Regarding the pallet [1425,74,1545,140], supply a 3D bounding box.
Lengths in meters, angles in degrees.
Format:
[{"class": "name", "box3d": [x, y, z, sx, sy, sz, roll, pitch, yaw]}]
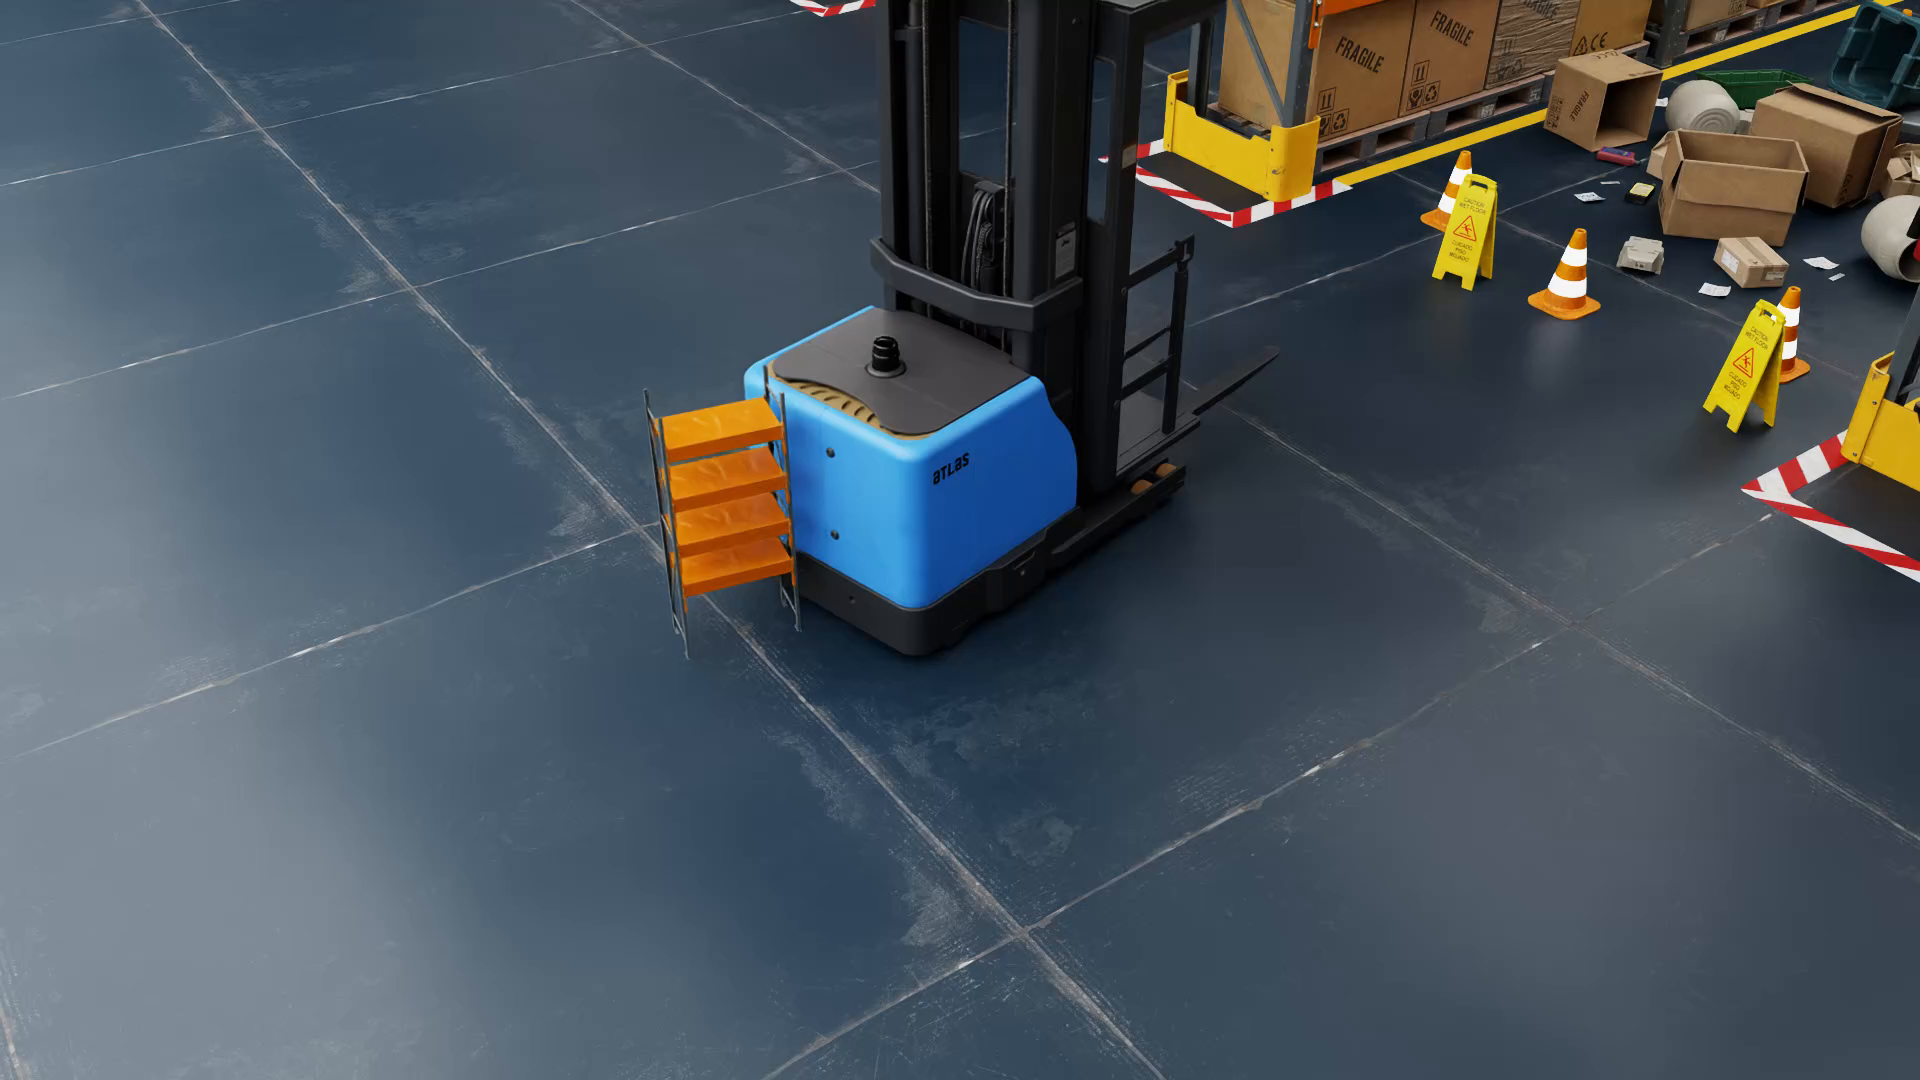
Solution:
[{"class": "pallet", "box3d": [3.484, -3.321, 12.187, 1.213, 0.211, 1.003, -22, 41, -28]}]

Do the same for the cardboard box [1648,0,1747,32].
[{"class": "cardboard box", "box3d": [5.604, -4.594, 13.135, 0.750, 0.750, 1.050, -23, 41, -28]}]

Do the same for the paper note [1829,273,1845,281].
[{"class": "paper note", "box3d": [5.235, -1.571, 9.925, 0.123, 0.001, 0.032, -22, 41, -28]}]

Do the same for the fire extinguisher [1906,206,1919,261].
[{"class": "fire extinguisher", "box3d": [4.454, -1.561, 7.417, 0.183, 0.674, 0.296, -22, 41, -28]}]

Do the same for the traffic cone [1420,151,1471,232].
[{"class": "traffic cone", "box3d": [3.131, -2.210, 10.427, 0.334, 0.463, 0.336, -22, 41, -28]}]

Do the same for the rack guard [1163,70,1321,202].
[{"class": "rack guard", "box3d": [1.860, -2.716, 11.099, 0.348, 0.500, 1.175, -22, 41, -28]}]

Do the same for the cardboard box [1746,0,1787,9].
[{"class": "cardboard box", "box3d": [6.395, -4.916, 13.584, 0.750, 0.750, 1.050, -22, 41, -28]}]

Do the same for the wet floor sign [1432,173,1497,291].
[{"class": "wet floor sign", "box3d": [2.996, -1.829, 9.740, 0.267, 0.644, 0.232, 30, 45, 35]}]

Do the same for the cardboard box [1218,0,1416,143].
[{"class": "cardboard box", "box3d": [2.395, -3.307, 11.239, 0.875, 0.875, 0.875, -22, 41, -28]}]

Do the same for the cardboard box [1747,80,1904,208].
[{"class": "cardboard box", "box3d": [5.550, -2.570, 10.776, 0.503, 0.637, 0.797, -22, 41, -28]}]

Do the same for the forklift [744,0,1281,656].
[{"class": "forklift", "box3d": [0.438, -1.485, 7.305, 1.130, 2.935, 3.031, 27, 44, 33]}]

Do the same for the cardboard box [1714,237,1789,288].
[{"class": "cardboard box", "box3d": [4.720, -1.658, 9.928, 0.250, 0.149, 0.380, -3, 36, -4]}]

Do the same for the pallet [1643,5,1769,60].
[{"class": "pallet", "box3d": [5.736, -4.248, 13.476, 1.213, 0.211, 1.003, -22, 41, -28]}]

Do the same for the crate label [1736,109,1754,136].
[{"class": "crate label", "box3d": [5.525, -2.933, 11.711, 0.298, 0.136, 0.250, 9, 37, 12]}]

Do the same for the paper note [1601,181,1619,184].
[{"class": "paper note", "box3d": [4.317, -2.372, 11.039, 0.123, 0.001, 0.032, -3, 36, -4]}]

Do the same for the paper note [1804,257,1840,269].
[{"class": "paper note", "box3d": [5.220, -1.683, 10.073, 0.142, 0.019, 0.148, -9, 37, -12]}]

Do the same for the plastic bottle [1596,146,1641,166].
[{"class": "plastic bottle", "box3d": [4.497, -2.607, 11.322, 0.283, 0.061, 0.133, 22, 41, 28]}]

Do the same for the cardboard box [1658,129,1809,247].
[{"class": "cardboard box", "box3d": [4.791, -2.196, 10.373, 0.797, 0.503, 0.637, 9, 37, 12]}]

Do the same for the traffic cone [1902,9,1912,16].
[{"class": "traffic cone", "box3d": [7.115, -3.785, 12.617, 0.334, 0.463, 0.336, -22, 41, -28]}]

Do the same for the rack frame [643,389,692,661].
[{"class": "rack frame", "box3d": [-1.188, -0.040, 6.778, 0.015, 1.200, 0.240, -14, 38, -18]}]

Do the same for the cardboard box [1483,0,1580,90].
[{"class": "cardboard box", "box3d": [3.860, -3.909, 12.077, 0.875, 0.875, 0.875, -22, 41, -28]}]

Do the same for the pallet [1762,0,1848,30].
[{"class": "pallet", "box3d": [6.734, -4.661, 14.050, 1.213, 0.211, 1.003, -22, 41, -28]}]

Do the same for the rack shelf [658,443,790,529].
[{"class": "rack shelf", "box3d": [-0.963, -0.222, 6.763, 0.480, 0.148, 0.258, -14, 38, -18]}]

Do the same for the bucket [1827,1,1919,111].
[{"class": "bucket", "box3d": [6.366, -3.227, 11.169, 0.620, 0.611, 0.726, -1, 34, -18]}]

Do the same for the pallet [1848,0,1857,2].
[{"class": "pallet", "box3d": [7.730, -5.069, 14.617, 1.213, 0.211, 1.003, -22, 41, -28]}]

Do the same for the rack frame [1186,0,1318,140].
[{"class": "rack frame", "box3d": [1.879, -3.739, 10.380, 0.127, 3.000, 1.000, -22, 41, -28]}]

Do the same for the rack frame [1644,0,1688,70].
[{"class": "rack frame", "box3d": [5.149, -5.085, 12.251, 0.127, 3.000, 1.000, -22, 41, -28]}]

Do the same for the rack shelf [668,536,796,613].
[{"class": "rack shelf", "box3d": [-0.963, 0.121, 7.010, 0.480, 0.148, 0.258, -14, 38, -18]}]

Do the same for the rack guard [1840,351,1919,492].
[{"class": "rack guard", "box3d": [4.875, -0.421, 7.908, 0.348, 0.500, 1.175, -22, 41, -28]}]

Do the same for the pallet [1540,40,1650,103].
[{"class": "pallet", "box3d": [4.482, -3.734, 12.761, 1.213, 0.211, 1.003, -22, 41, -28]}]

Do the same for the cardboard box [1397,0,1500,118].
[{"class": "cardboard box", "box3d": [3.113, -3.604, 11.652, 0.875, 0.875, 0.875, -23, 42, -29]}]

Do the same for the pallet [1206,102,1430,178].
[{"class": "pallet", "box3d": [2.488, -2.913, 11.620, 1.213, 0.211, 1.003, -22, 41, -28]}]

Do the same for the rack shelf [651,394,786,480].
[{"class": "rack shelf", "box3d": [-0.963, -0.414, 6.625, 0.480, 0.148, 0.258, -14, 38, -18]}]

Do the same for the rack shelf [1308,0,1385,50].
[{"class": "rack shelf", "box3d": [3.514, -4.120, 11.525, 4.000, 0.370, 1.077, -22, 41, -28]}]

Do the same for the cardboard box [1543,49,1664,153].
[{"class": "cardboard box", "box3d": [4.471, -3.059, 11.573, 0.500, 0.500, 0.500, -15, 38, -20]}]

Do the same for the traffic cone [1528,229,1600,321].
[{"class": "traffic cone", "box3d": [3.504, -1.557, 9.518, 0.334, 0.463, 0.336, -22, 41, -28]}]

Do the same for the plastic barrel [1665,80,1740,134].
[{"class": "plastic barrel", "box3d": [5.105, -2.925, 11.454, 0.421, 0.421, 0.512, 3, 36, 4]}]

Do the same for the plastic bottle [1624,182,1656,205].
[{"class": "plastic bottle", "box3d": [4.451, -2.275, 10.860, 0.133, 0.061, 0.283, 22, 41, 28]}]

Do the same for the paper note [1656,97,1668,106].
[{"class": "paper note", "box3d": [5.121, -3.221, 12.202, 0.147, 0.020, 0.142, 9, 37, 12]}]

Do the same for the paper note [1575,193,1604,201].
[{"class": "paper note", "box3d": [4.105, -2.236, 10.835, 0.142, 0.017, 0.144, -9, 37, -12]}]

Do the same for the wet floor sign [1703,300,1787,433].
[{"class": "wet floor sign", "box3d": [4.042, -0.902, 8.451, 0.232, 0.644, 0.267, -9, 37, -12]}]

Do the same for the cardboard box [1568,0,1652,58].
[{"class": "cardboard box", "box3d": [4.594, -4.214, 12.501, 0.875, 0.875, 0.875, -22, 41, -27]}]

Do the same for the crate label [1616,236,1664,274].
[{"class": "crate label", "box3d": [4.111, -1.718, 10.022, 0.250, 0.136, 0.298, 15, 38, 20]}]

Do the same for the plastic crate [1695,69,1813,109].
[{"class": "plastic crate", "box3d": [5.761, -3.283, 12.104, 0.662, 0.188, 0.450, -3, 26, -4]}]

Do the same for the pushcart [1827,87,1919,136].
[{"class": "pushcart", "box3d": [6.729, -2.763, 11.268, 1.648, 0.377, 0.936, 22, 41, 28]}]

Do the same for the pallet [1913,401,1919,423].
[{"class": "pallet", "box3d": [5.560, -0.561, 8.349, 1.213, 0.211, 1.003, -22, 41, -28]}]

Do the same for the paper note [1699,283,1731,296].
[{"class": "paper note", "box3d": [4.439, -1.473, 9.772, 0.148, 0.019, 0.142, 22, 41, 28]}]

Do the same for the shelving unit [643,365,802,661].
[{"class": "shelving unit", "box3d": [-0.963, -0.095, 6.855, 0.503, 1.200, 0.258, -14, 38, -18]}]

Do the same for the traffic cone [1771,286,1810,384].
[{"class": "traffic cone", "box3d": [4.422, -1.141, 8.940, 0.334, 0.463, 0.336, -22, 41, -28]}]

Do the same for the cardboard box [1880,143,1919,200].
[{"class": "cardboard box", "box3d": [6.181, -2.397, 10.855, 0.258, 0.266, 0.396, 9, 37, 12]}]

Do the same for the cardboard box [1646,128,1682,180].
[{"class": "cardboard box", "box3d": [4.805, -2.518, 11.023, 0.258, 0.266, 0.396, -15, 38, -20]}]

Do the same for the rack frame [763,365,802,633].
[{"class": "rack frame", "box3d": [-0.738, -0.150, 6.931, 0.015, 1.200, 0.240, -14, 38, -18]}]

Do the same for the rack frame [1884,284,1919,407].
[{"class": "rack frame", "box3d": [4.813, -1.411, 7.142, 0.127, 3.000, 1.000, -22, 41, -28]}]

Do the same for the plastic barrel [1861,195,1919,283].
[{"class": "plastic barrel", "box3d": [5.630, -1.782, 9.865, 0.421, 0.421, 0.512, 3, 36, 4]}]

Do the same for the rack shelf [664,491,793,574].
[{"class": "rack shelf", "box3d": [-0.963, -0.040, 6.894, 0.480, 0.148, 0.258, -14, 38, -18]}]
